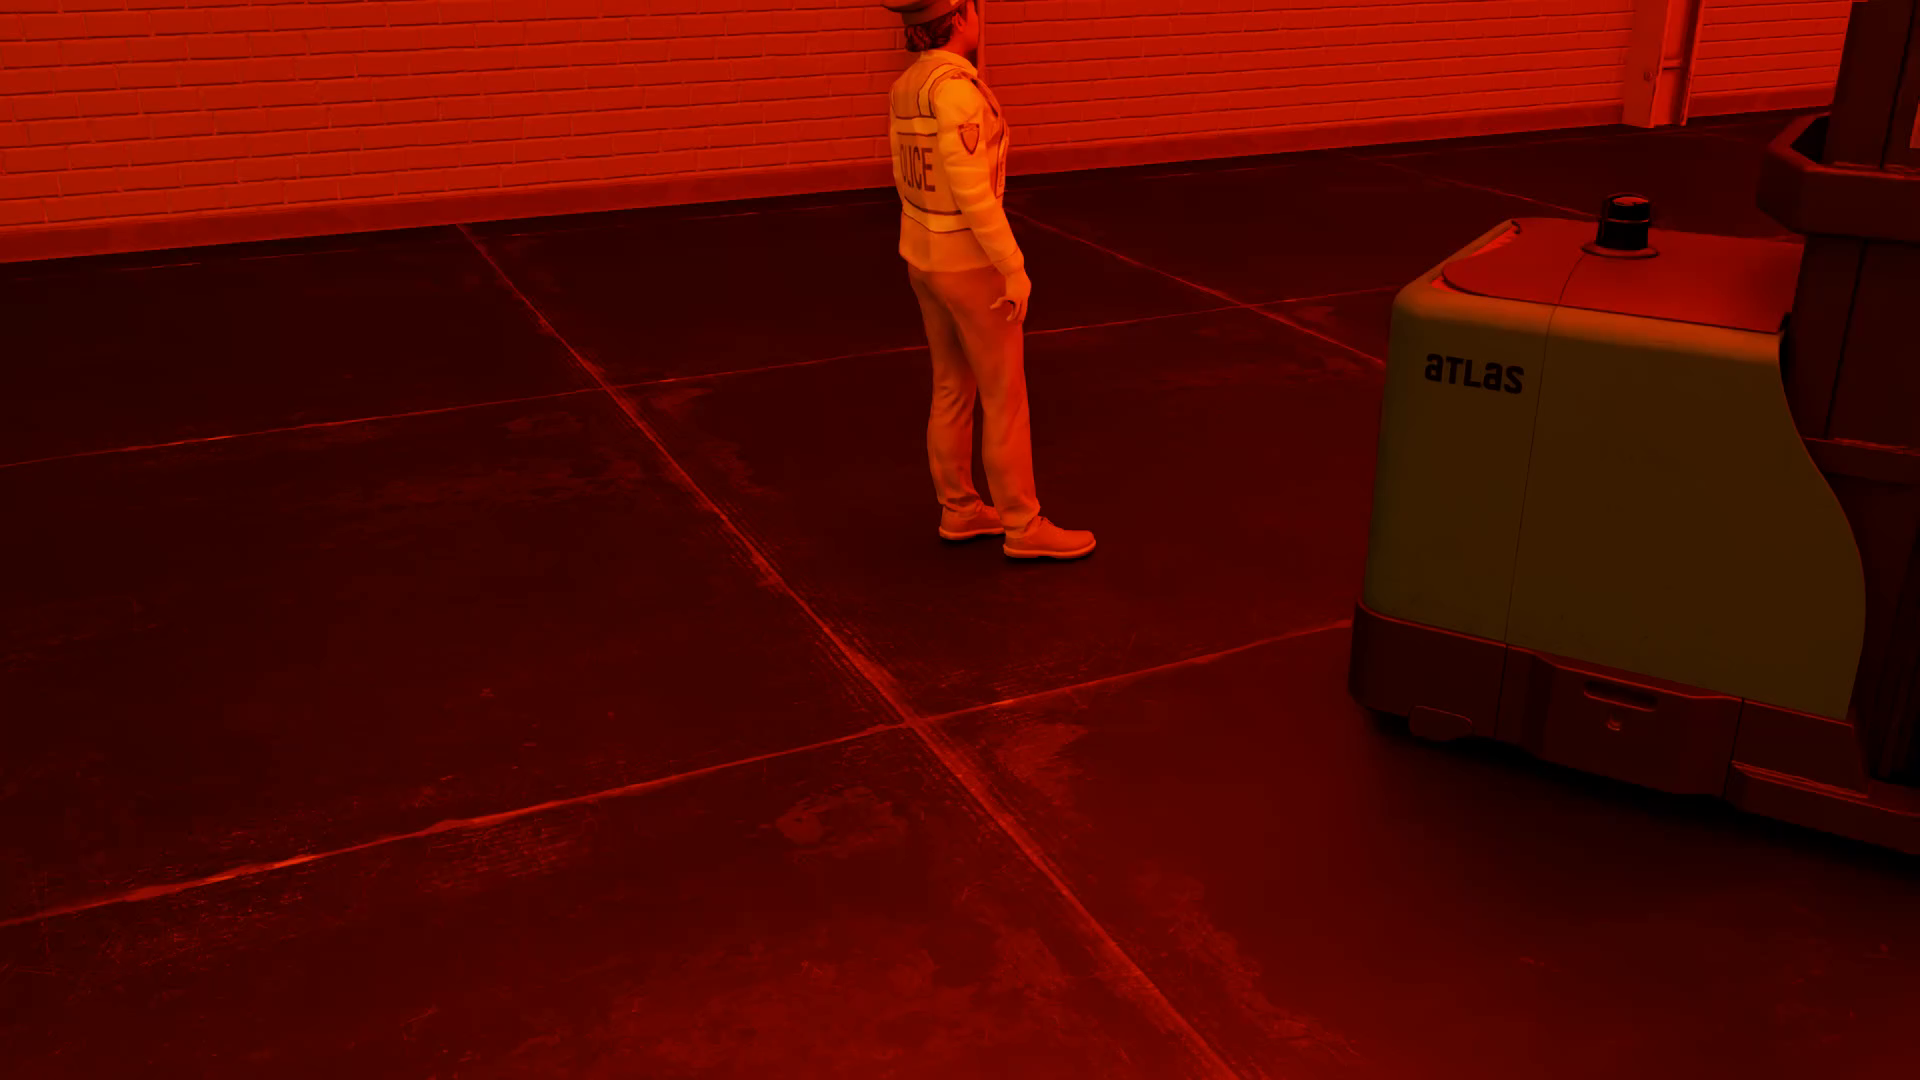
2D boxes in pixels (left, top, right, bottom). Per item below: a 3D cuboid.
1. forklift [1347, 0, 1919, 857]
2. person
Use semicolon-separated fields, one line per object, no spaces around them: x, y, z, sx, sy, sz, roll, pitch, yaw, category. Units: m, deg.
2.466;-0.771;3.141;3.031;2.935;1.130;13;26;29;forklift
0.065;-0.798;4.800;0.532;1.694;0.586;-10;25;-23;person
